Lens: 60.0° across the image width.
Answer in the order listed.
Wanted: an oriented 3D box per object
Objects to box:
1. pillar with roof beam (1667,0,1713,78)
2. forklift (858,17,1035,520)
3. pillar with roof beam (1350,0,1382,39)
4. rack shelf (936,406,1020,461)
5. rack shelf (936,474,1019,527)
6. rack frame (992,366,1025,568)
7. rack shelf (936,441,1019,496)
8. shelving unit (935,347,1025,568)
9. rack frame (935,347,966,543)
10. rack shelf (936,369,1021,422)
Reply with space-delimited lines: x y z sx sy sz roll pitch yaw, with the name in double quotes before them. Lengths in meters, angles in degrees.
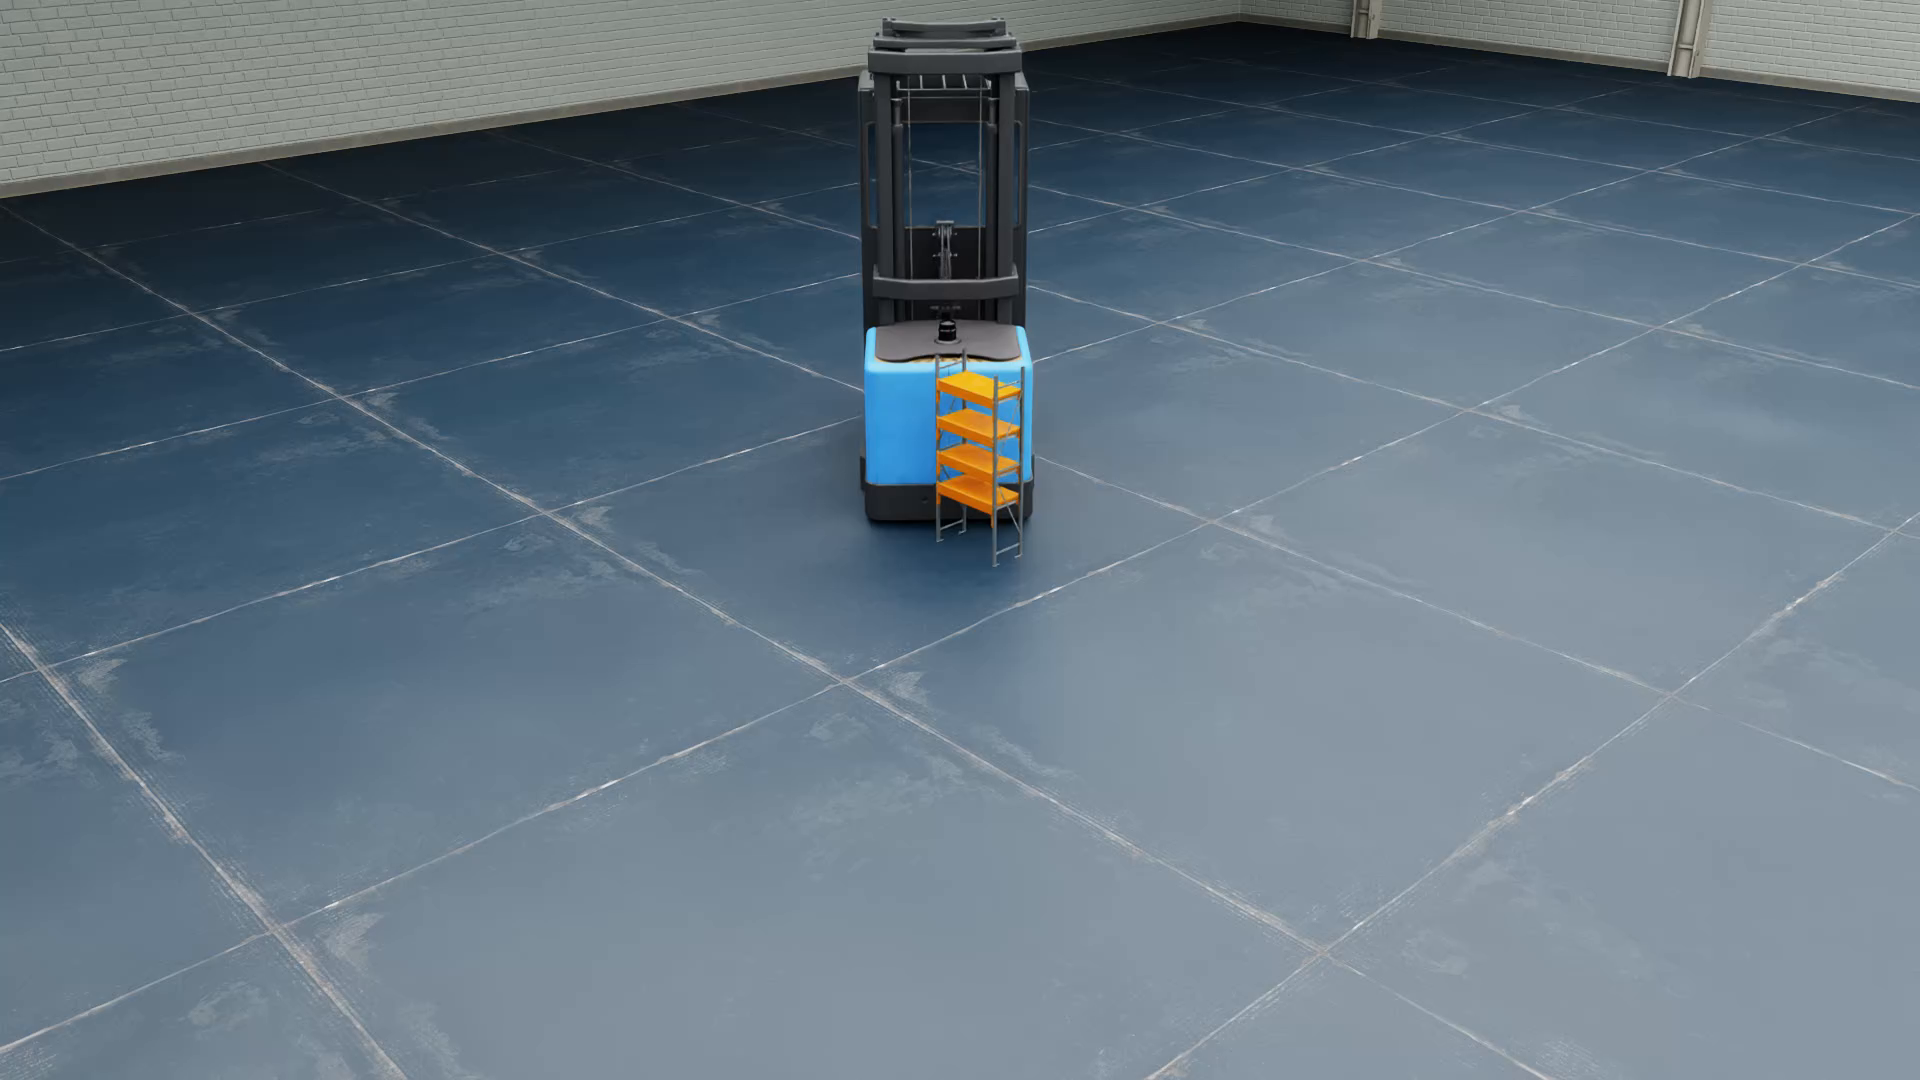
"pillar with roof beam" 8.346 -10.245 21.866 9.100 9.000 0.400 -21 32 -38
"forklift" -0.112 -2.023 11.152 1.130 2.935 3.031 -1 25 -2
"pillar with roof beam" 4.245 -12.063 25.851 9.100 9.000 0.400 -21 32 -38
"rack shelf" 0.114 -0.633 9.815 0.258 0.148 0.480 -22 32 -39
"rack shelf" 0.114 -0.249 9.990 0.258 0.148 0.480 -22 32 -39
"rack frame" 0.283 -0.417 9.719 0.240 1.200 0.015 -22 32 -39
"rack shelf" 0.114 -0.429 9.908 0.258 0.148 0.480 -22 32 -39
"shelving unit" 0.114 -0.491 9.880 0.258 1.200 0.503 -22 32 -39
"rack frame" -0.054 -0.564 10.041 0.240 1.200 0.015 -22 32 -39
"rack shelf" 0.114 -0.848 9.717 0.258 0.148 0.480 -22 32 -39
